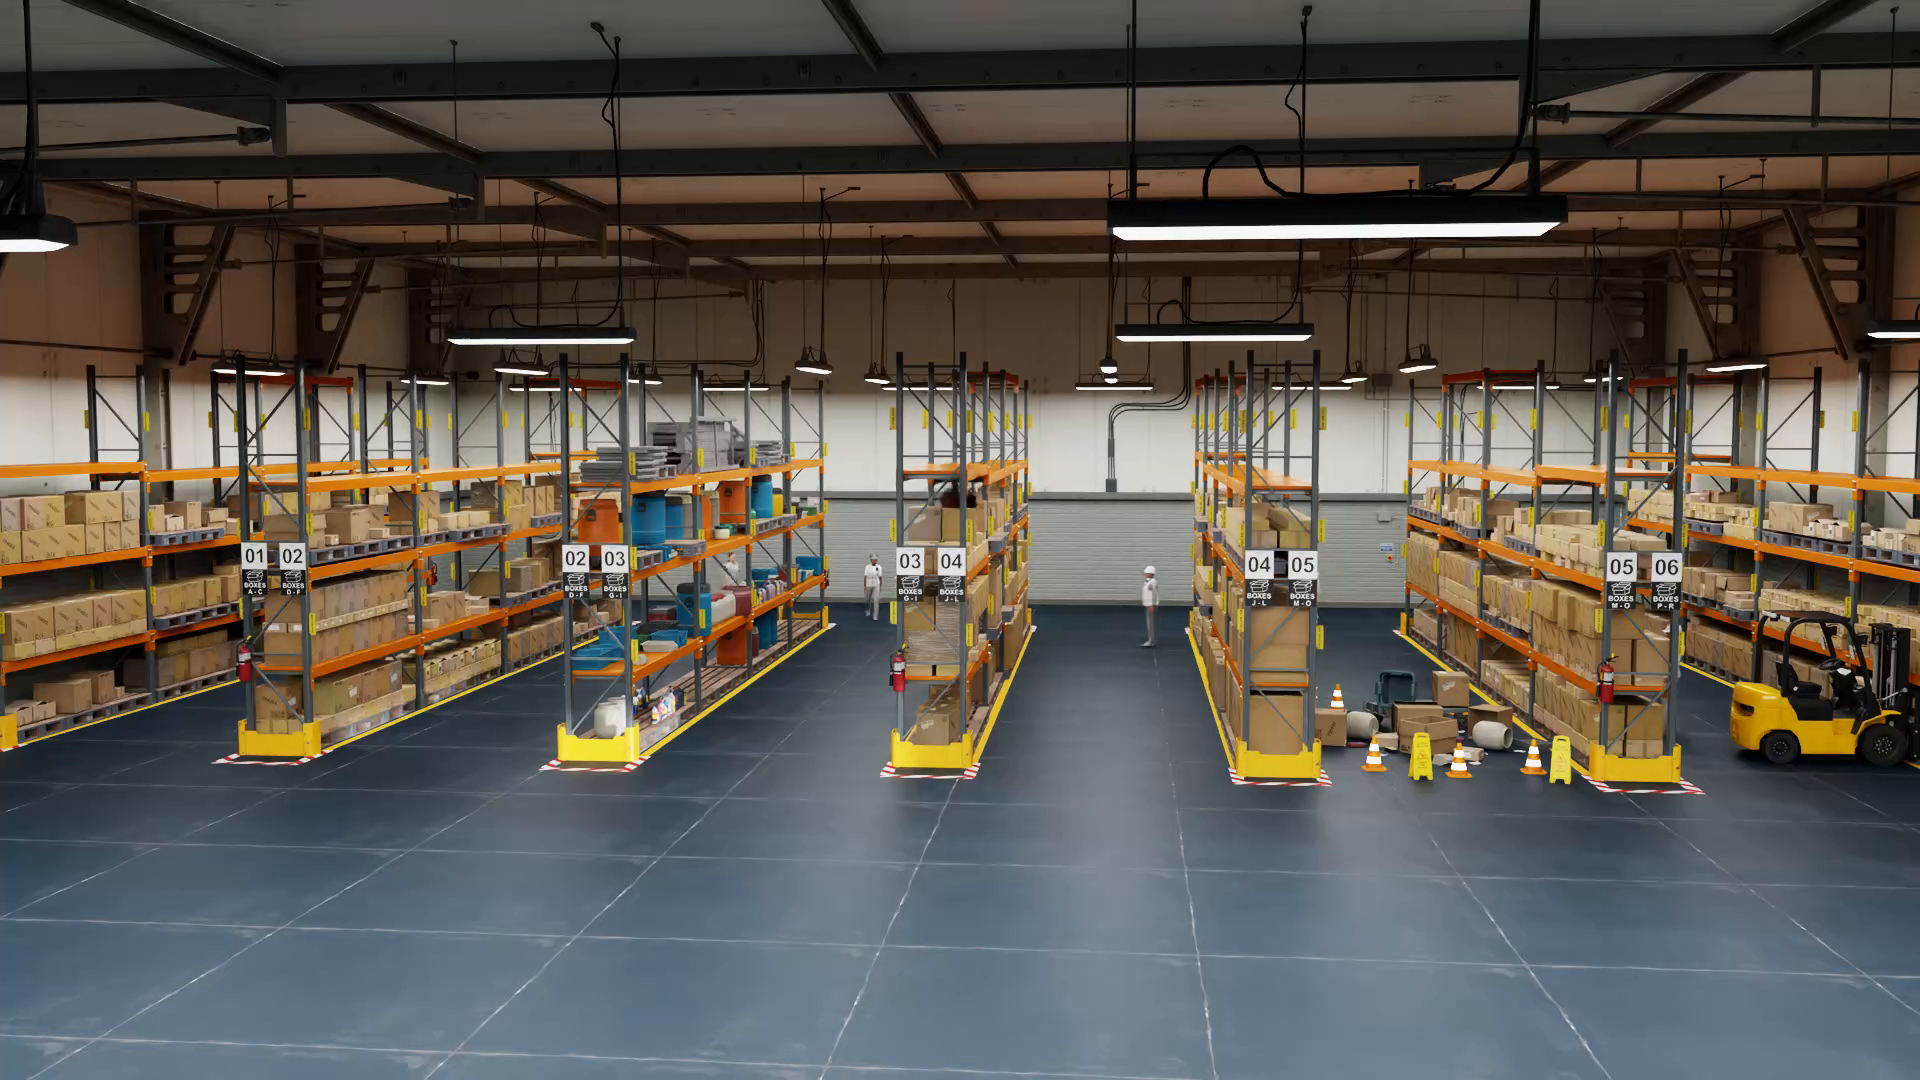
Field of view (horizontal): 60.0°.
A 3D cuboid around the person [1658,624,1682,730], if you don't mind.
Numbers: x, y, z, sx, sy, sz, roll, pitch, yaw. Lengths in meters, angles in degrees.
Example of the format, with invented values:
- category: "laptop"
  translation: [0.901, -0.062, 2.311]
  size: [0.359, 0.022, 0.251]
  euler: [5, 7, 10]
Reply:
- category: "person"
  translation: [11.433, 2.191, 26.773]
  size: [0.421, 1.700, 0.644]
  euler: [3, 5, 34]

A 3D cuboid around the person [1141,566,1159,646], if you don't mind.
- category: "person"
  translation: [4.221, 1.468, 37.150]
  size: [0.389, 1.776, 0.605]
  euler: [-1, 4, -8]

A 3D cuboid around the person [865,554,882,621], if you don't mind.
- category: "person"
  translation: [-2.191, 1.175, 42.035]
  size: [0.435, 1.658, 0.764]
  euler: [0, 4, -2]

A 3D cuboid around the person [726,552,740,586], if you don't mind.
- category: "person"
  translation: [-5.882, 1.136, 42.487]
  size: [0.531, 1.654, 0.504]
  euler: [0, 4, 2]
